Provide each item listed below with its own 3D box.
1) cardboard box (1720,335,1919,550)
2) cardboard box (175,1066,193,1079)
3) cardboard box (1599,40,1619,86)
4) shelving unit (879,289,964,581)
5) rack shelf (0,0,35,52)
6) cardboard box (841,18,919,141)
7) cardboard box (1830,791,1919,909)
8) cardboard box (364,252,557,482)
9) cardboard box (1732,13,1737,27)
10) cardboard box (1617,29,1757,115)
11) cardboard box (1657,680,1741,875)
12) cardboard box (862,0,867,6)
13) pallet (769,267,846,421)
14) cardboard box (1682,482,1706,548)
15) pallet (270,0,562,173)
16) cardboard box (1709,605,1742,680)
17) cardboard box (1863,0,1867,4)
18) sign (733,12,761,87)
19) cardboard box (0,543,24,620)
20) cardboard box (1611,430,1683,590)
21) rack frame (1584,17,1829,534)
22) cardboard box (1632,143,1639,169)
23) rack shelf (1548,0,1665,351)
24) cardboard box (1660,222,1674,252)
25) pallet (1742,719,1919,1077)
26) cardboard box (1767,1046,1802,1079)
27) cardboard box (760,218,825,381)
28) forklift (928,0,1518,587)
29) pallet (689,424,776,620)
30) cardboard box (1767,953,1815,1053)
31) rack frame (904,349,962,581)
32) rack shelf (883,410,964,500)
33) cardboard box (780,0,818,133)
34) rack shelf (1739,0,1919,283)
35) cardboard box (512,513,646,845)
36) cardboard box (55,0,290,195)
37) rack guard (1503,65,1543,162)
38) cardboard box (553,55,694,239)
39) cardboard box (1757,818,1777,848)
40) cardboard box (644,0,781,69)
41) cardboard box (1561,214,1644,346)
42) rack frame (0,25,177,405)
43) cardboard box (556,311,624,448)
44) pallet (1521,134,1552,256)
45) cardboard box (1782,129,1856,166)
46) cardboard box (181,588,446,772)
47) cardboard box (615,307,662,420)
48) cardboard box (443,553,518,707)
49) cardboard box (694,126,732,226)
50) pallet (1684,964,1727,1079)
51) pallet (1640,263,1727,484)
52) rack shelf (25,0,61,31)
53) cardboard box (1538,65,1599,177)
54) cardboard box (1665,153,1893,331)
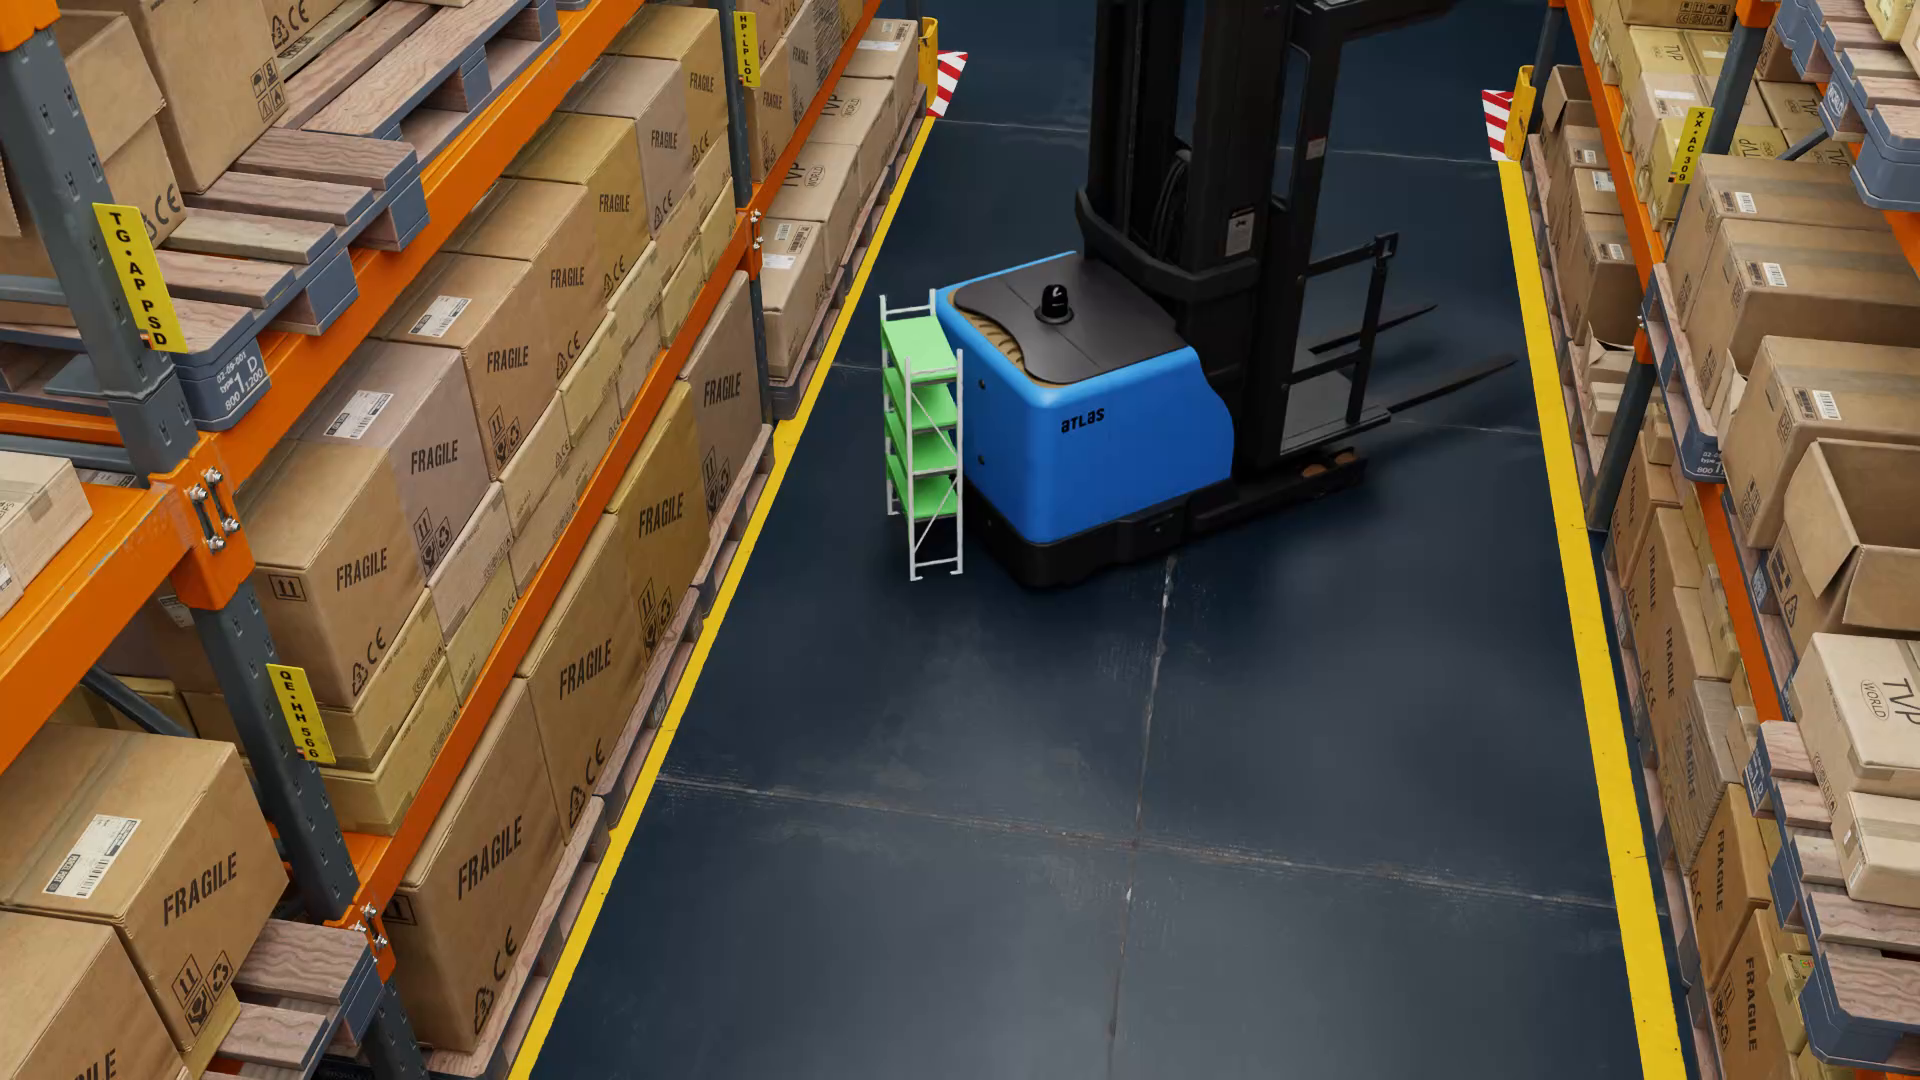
[{"bbox_3d":[2.916,-0.283,5.330,0.700,0.500,0.500,6,40,7],"label":"cardboard box"},{"bbox_3d":[-1.936,1.292,3.701,0.380,0.149,0.250,6,40,7],"label":"cardboard box"},{"bbox_3d":[3.513,-2.446,8.552,0.380,0.149,0.250,7,40,9],"label":"cardboard box"},{"bbox_3d":[-0.167,-0.449,7.351,0.258,1.200,0.503,-9,40,-11],"label":"shelving unit"},{"bbox_3d":[-2.483,0.161,1.372,1.077,0.370,4.000,6,40,8],"label":"rack shelf"},{"bbox_3d":[-0.768,-2.984,10.686,0.875,0.438,0.875,5,40,6],"label":"cardboard box"},{"bbox_3d":[2.489,0.812,4.282,0.380,0.149,0.250,7,40,8],"label":"cardboard box"},{"bbox_3d":[-1.629,-0.556,5.205,0.500,0.500,0.500,7,40,9],"label":"cardboard box"},{"bbox_3d":[4.048,-2.466,8.263,0.500,0.250,0.500,6,40,8],"label":"cardboard box"},{"bbox_3d":[3.464,-2.210,7.953,0.500,0.250,0.500,6,40,7],"label":"cardboard box"},{"bbox_3d":[2.871,0.874,5.971,0.500,0.500,0.500,5,40,6],"label":"cardboard box"},{"bbox_3d":[-0.756,-3.304,9.313,0.500,0.500,0.500,7,40,9],"label":"cardboard box"},{"bbox_3d":[-1.236,-1.118,8.937,1.003,0.211,1.213,6,40,8],"label":"pallet"},{"bbox_3d":[3.116,-0.087,6.624,0.380,0.149,0.250,4,40,5],"label":"cardboard box"},{"bbox_3d":[-1.887,-1.409,4.894,1.003,0.211,1.213,8,40,10],"label":"pallet"},{"bbox_3d":[2.957,0.395,6.042,0.380,0.149,0.250,8,40,9],"label":"cardboard box"},{"bbox_3d":[2.827,-1.654,4.831,0.380,0.149,0.250,6,40,7],"label":"cardboard box"},{"bbox_3d":[-0.908,-2.086,7.073,0.100,0.325,0.005,6,40,8],"label":"sign"},{"bbox_3d":[-2.019,0.105,3.112,0.380,0.149,0.250,6,40,8],"label":"cardboard box"},{"bbox_3d":[3.140,-0.099,7.148,0.500,0.500,0.500,8,40,10],"label":"cardboard box"},{"bbox_3d":[3.445,-1.179,6.822,1.000,3.000,0.127,6,40,8],"label":"rack frame"},{"bbox_3d":[3.368,-1.803,7.774,0.380,0.149,0.250,7,40,9],"label":"cardboard box"},{"bbox_3d":[3.791,-2.157,8.569,1.077,0.370,4.000,6,40,8],"label":"rack shelf"},{"bbox_3d":[3.252,-1.310,7.178,0.380,0.149,0.250,7,40,8],"label":"cardboard box"},{"bbox_3d":[2.801,0.972,4.371,1.213,0.211,1.003,6,40,8],"label":"pallet"},{"bbox_3d":[2.614,1.844,4.798,0.500,0.500,0.500,7,40,9],"label":"cardboard box"},{"bbox_3d":[-1.230,-1.281,8.626,0.875,0.438,0.875,6,40,7],"label":"cardboard box"},{"bbox_3d":[1.382,-1.603,7.388,3.031,2.935,1.130,-20,43,-22],"label":"forklift"},{"bbox_3d":[-1.504,-0.157,7.774,1.003,0.211,1.213,6,40,8],"label":"pallet"},{"bbox_3d":[2.606,1.370,4.862,0.380,0.149,0.250,4,40,5],"label":"cardboard box"},{"bbox_3d":[-0.108,-0.298,7.169,0.240,1.200,0.015,-9,40,-11],"label":"rack frame"},{"bbox_3d":[-0.167,-0.399,7.392,0.258,0.148,0.480,-9,40,-11],"label":"rack shelf"},{"bbox_3d":[-1.014,-2.344,8.152,0.500,0.500,0.500,7,40,8],"label":"cardboard box"},{"bbox_3d":[3.099,-0.803,4.577,1.077,0.370,4.000,6,40,8],"label":"rack shelf"},{"bbox_3d":[-1.777,0.460,6.178,0.875,0.875,0.875,7,40,8],"label":"cardboard box"},{"bbox_3d":[-2.152,-1.212,4.100,0.700,0.500,0.500,5,40,5],"label":"cardboard box"},{"bbox_3d":[4.124,-2.678,10.597,1.175,0.500,0.348,6,40,8],"label":"rack guard"},{"bbox_3d":[-1.357,-1.514,6.364,0.500,0.500,0.500,7,40,9],"label":"cardboard box"},{"bbox_3d":[2.828,0.893,5.439,0.380,0.149,0.250,6,40,7],"label":"cardboard box"},{"bbox_3d":[-1.123,-2.420,7.460,0.500,0.500,0.500,7,40,8],"label":"cardboard box"},{"bbox_3d":[3.572,-1.331,8.638,0.700,0.500,0.500,5,40,6],"label":"cardboard box"},{"bbox_3d":[-2.137,-1.526,2.533,1.000,3.000,0.127,6,40,8],"label":"rack frame"},{"bbox_3d":[-1.516,-0.592,5.837,0.500,0.250,0.500,7,40,8],"label":"cardboard box"},{"bbox_3d":[3.987,-2.066,10.084,1.003,0.211,1.213,6,40,8],"label":"pallet"},{"bbox_3d":[3.797,-1.517,7.115,0.500,0.250,0.500,6,40,7],"label":"cardboard box"},{"bbox_3d":[-1.806,0.361,4.685,0.500,0.250,0.500,6,40,7],"label":"cardboard box"},{"bbox_3d":[-1.469,-0.723,6.388,0.500,0.250,0.500,5,40,6],"label":"cardboard box"},{"bbox_3d":[-1.733,0.241,5.223,0.500,0.250,0.500,5,40,6],"label":"cardboard box"},{"bbox_3d":[-1.281,-1.555,7.003,0.500,0.250,0.500,6,40,8],"label":"cardboard box"},{"bbox_3d":[2.919,1.942,5.236,1.003,0.211,1.213,6,40,8],"label":"pallet"},{"bbox_3d":[3.199,-0.616,6.291,1.003,0.211,1.213,6,40,8],"label":"pallet"},{"bbox_3d":[-1.790,-2.350,4.408,1.077,0.370,4.000,6,40,8],"label":"rack shelf"},{"bbox_3d":[3.938,-2.516,10.068,0.797,0.503,0.637,5,40,6],"label":"cardboard box"},{"bbox_3d":[3.141,-1.101,6.319,0.700,0.500,0.500,7,40,9],"label":"cardboard box"}]
